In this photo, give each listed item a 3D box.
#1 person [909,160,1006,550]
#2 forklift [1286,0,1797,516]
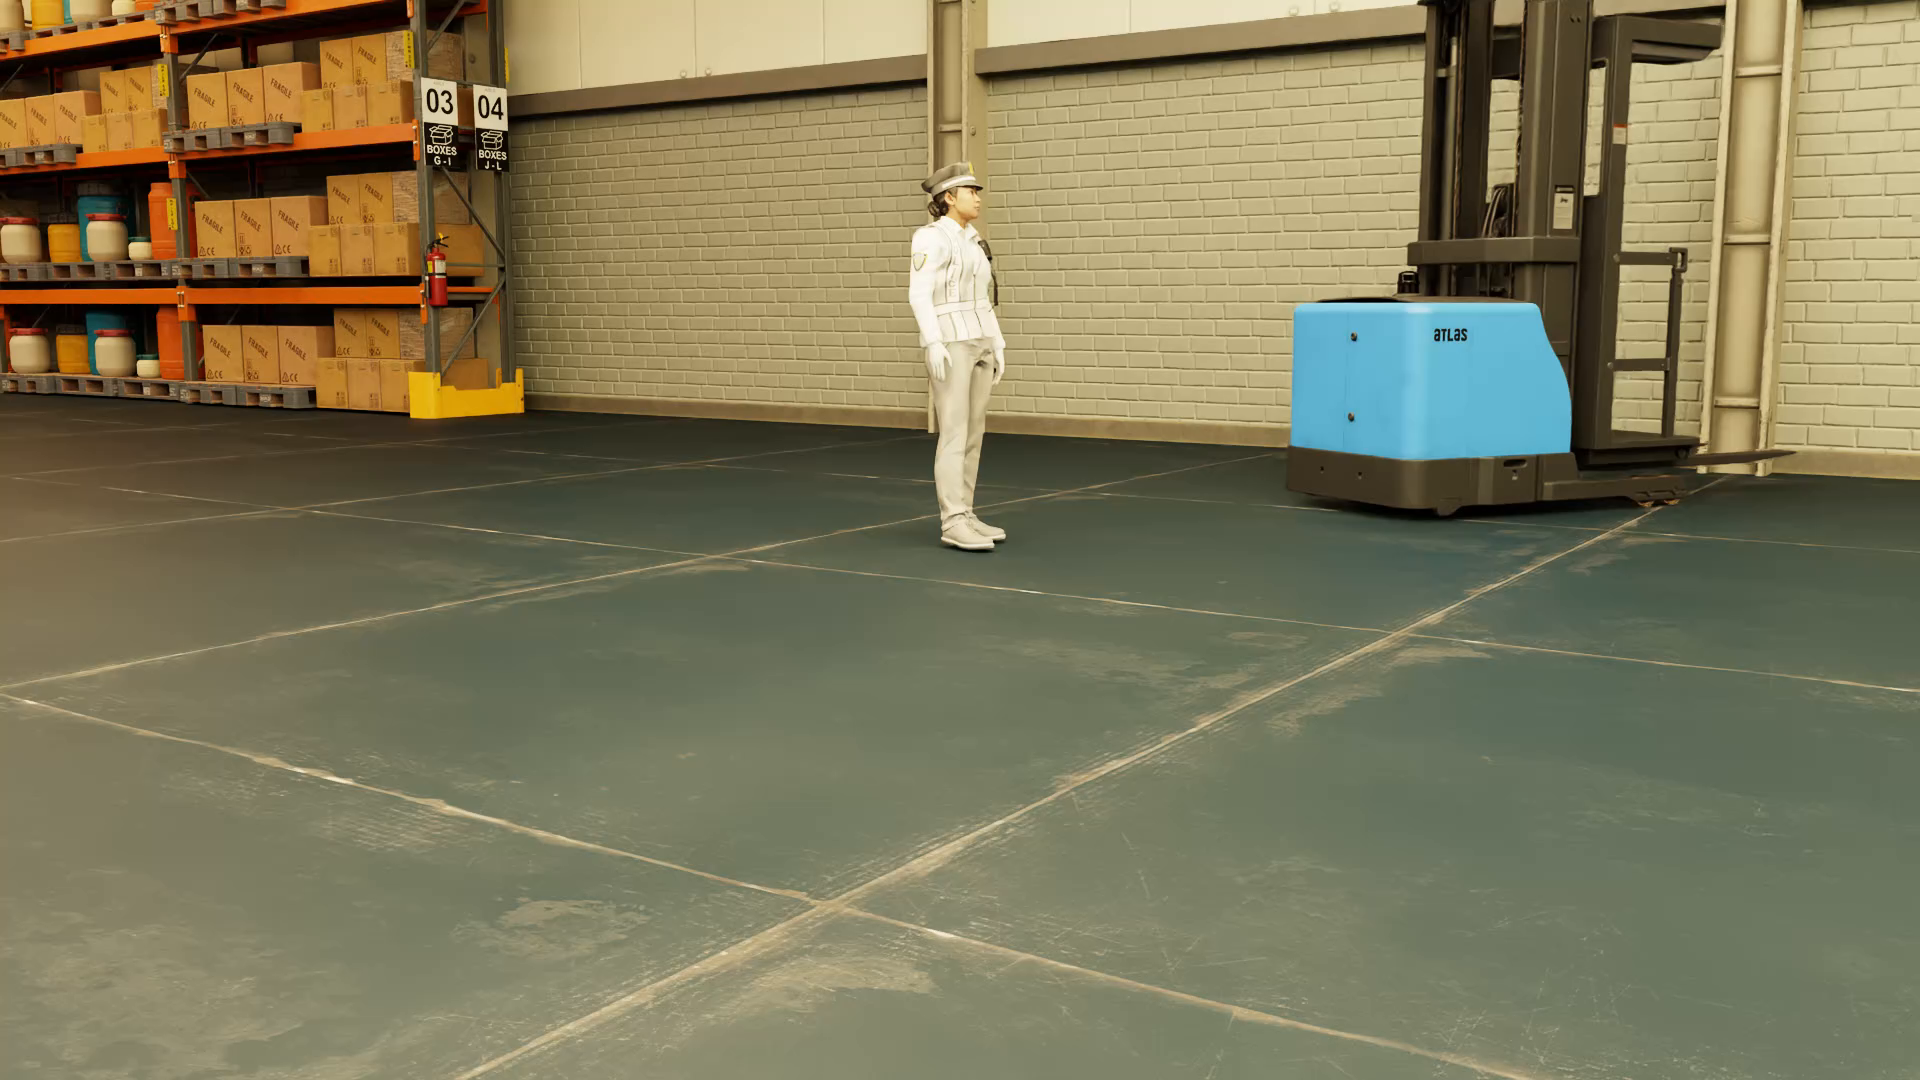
[{"bbox_3d":[0.053,-0.840,7.440,0.531,1.695,0.588,5,10,34],"label":"person"},{"bbox_3d":[3.322,-1.686,9.050,3.031,2.935,1.130,-4,9,-26],"label":"forklift"}]
